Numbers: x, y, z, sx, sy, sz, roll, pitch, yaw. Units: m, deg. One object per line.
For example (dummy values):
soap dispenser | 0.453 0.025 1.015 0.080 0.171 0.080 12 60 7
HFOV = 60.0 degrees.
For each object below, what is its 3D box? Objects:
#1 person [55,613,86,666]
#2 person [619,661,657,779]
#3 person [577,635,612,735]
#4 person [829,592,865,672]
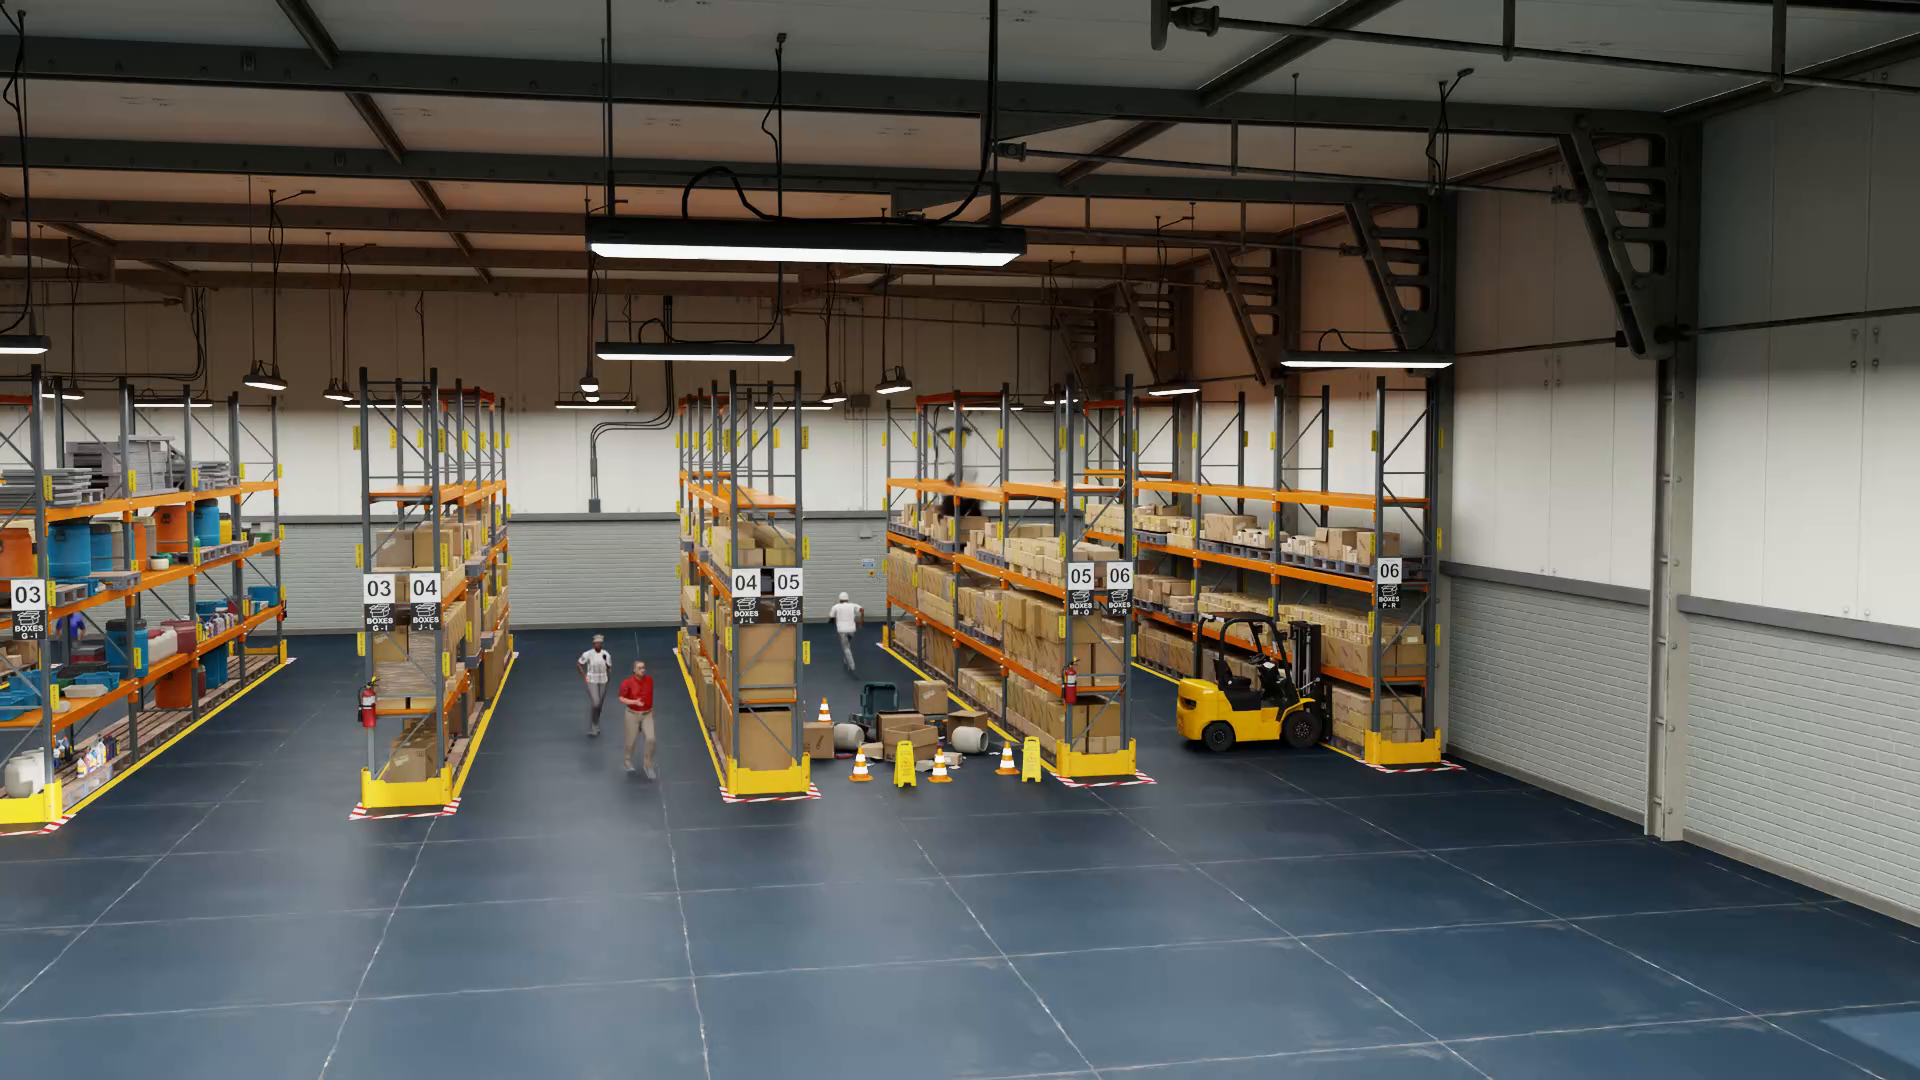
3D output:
person | -18.471 2.142 34.546 0.562 1.609 0.589 -1 4 -22
person | -4.797 2.680 24.777 0.599 1.787 0.852 -2 4 -28
person | -6.208 2.477 28.441 0.551 1.733 0.719 -2 4 -34
person | -2.436 2.016 35.775 0.686 1.749 0.940 -2 4 -25
